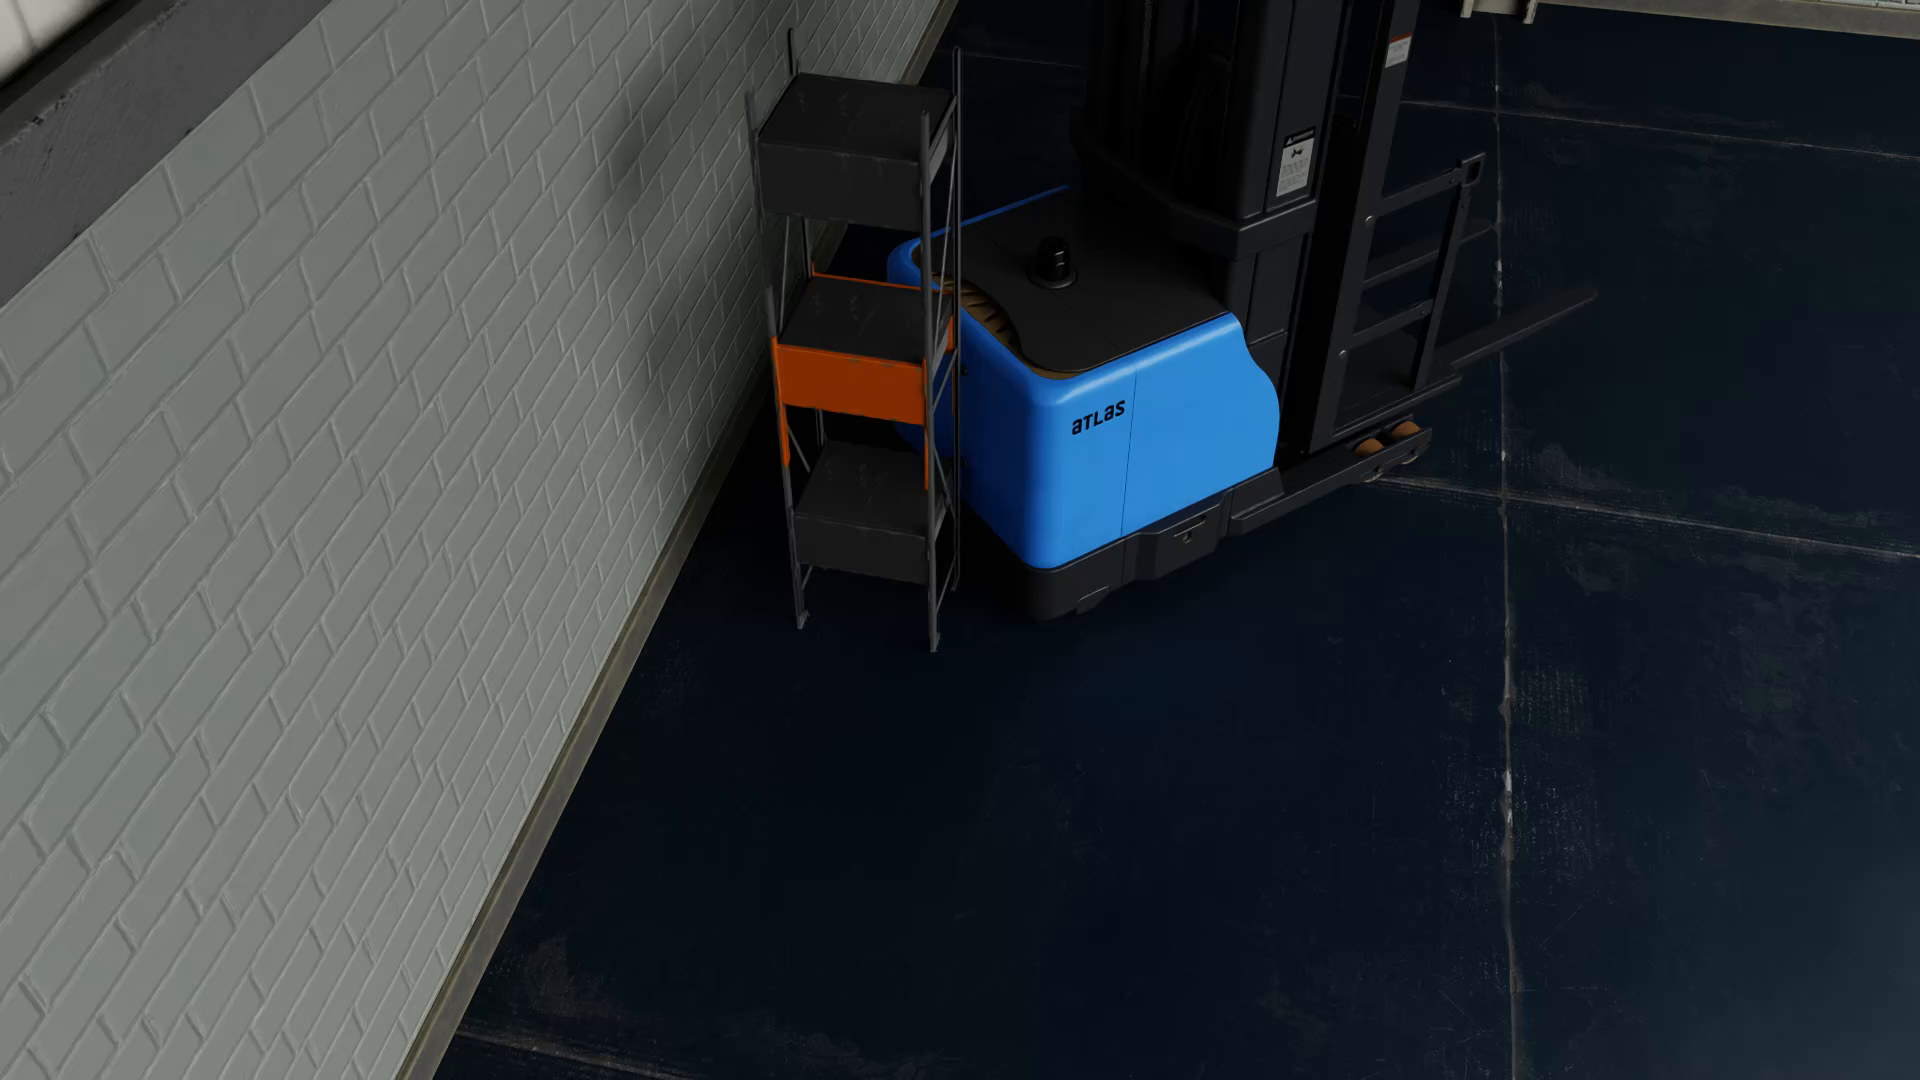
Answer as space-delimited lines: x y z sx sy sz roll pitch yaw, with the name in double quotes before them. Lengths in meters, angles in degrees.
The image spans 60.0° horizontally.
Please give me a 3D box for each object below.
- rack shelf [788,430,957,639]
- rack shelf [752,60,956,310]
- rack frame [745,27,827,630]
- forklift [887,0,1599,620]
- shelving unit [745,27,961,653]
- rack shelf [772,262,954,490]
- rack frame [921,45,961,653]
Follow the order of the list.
"rack shelf" -0.288 -0.019 5.785 0.480 0.518 0.431 9 45 10
"rack shelf" -0.288 -1.028 4.814 0.480 0.518 0.431 9 45 10
"rack frame" -0.526 -0.572 5.330 0.015 2.100 0.400 9 45 10
"forklift" 1.247 -1.568 5.766 3.031 2.935 1.130 -24 49 -23
"shelving unit" -0.288 -0.533 5.290 0.503 2.100 0.431 9 45 10
"rack shelf" -0.288 -0.523 5.299 0.480 0.518 0.431 9 45 10
"rack frame" -0.051 -0.494 5.249 0.015 2.100 0.400 9 45 10
